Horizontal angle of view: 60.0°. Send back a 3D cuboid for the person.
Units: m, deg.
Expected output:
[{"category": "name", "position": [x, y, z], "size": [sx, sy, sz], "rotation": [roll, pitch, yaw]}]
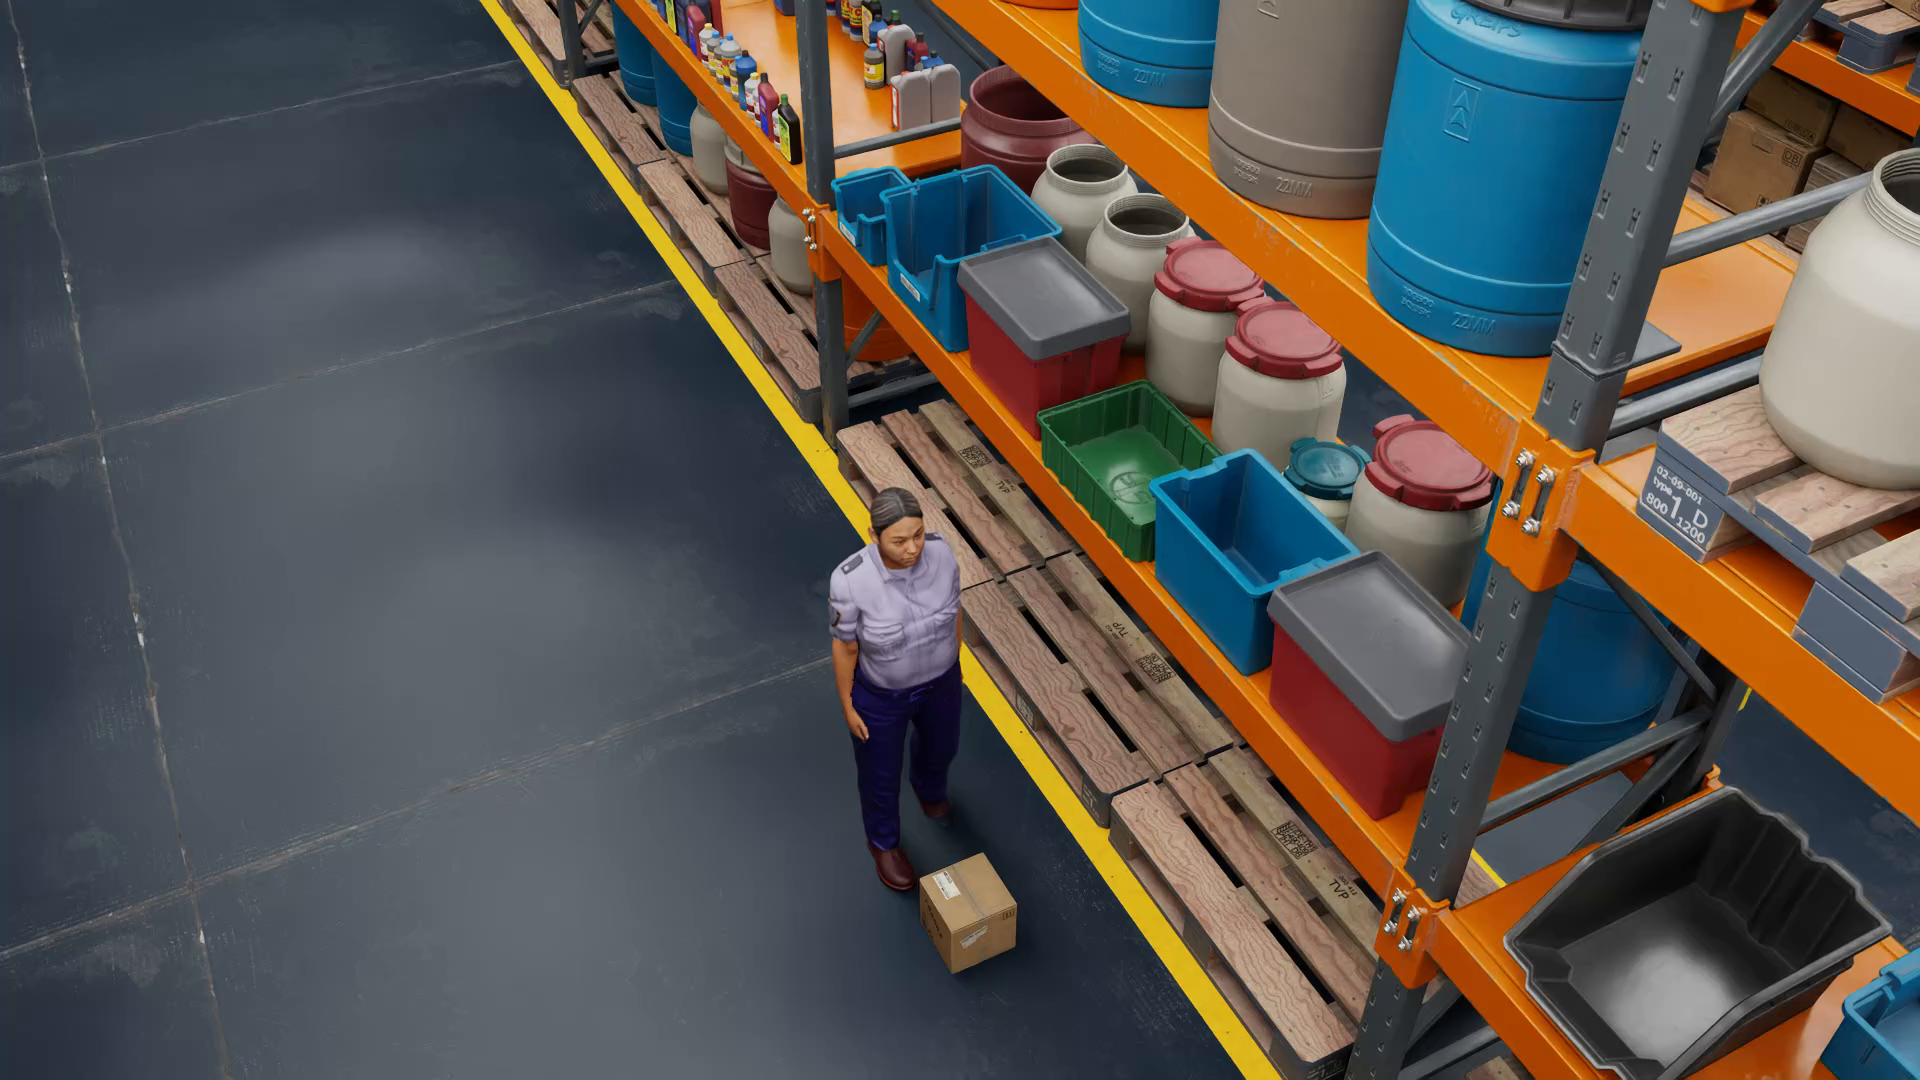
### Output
[{"category": "person", "position": [-0.188, 0.513, 5.633], "size": [0.479, 1.707, 0.441], "rotation": [-19, 45, -20]}]
